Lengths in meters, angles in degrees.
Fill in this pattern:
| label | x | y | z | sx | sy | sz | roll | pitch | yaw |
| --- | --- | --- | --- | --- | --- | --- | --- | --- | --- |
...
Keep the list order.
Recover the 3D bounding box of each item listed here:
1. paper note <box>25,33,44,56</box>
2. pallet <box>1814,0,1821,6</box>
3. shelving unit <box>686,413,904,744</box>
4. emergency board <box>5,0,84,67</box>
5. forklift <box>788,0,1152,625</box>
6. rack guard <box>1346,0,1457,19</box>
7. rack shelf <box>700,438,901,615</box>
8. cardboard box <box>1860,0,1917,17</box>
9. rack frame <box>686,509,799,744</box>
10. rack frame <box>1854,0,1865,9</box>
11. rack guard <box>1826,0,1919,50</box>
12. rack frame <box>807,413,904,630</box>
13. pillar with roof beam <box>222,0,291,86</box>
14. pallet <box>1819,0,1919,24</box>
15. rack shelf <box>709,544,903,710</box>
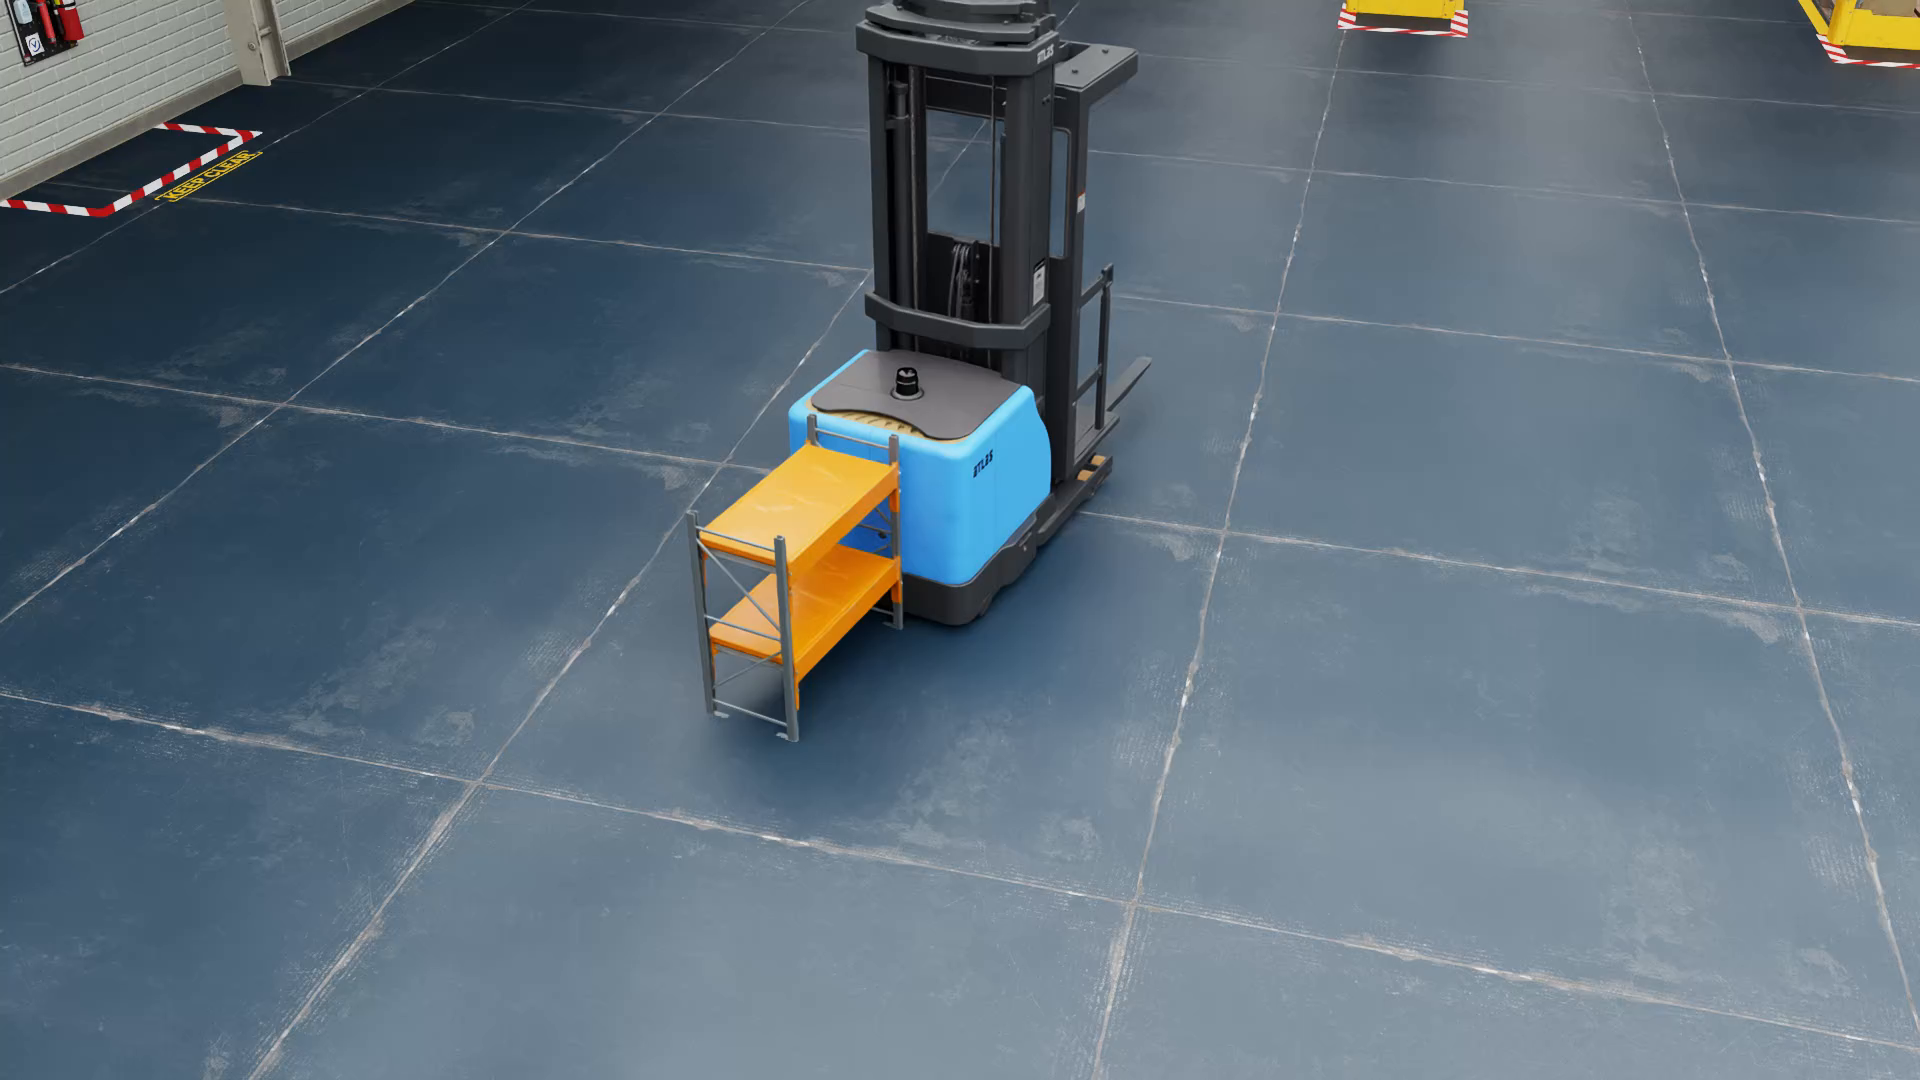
| label | x | y | z | sx | sy | sz | roll | pitch | yaw |
| --- | --- | --- | --- | --- | --- | --- | --- | --- | --- |
| paper note | -7.621 | -4.084 | 13.700 | 0.016 | 0.148 | 0.142 | 8 | 33 | 12 |
| pallet | 10.281 | -6.336 | 19.019 | 1.003 | 0.211 | 1.213 | 8 | 33 | 12 |
| shelving unit | -0.751 | 0.163 | 7.945 | 0.538 | 1.125 | 1.048 | 15 | 36 | 23 |
| emergency board | -7.510 | -4.538 | 13.593 | 0.194 | 1.169 | 0.643 | 8 | 33 | 12 |
| forklift | 0.244 | -1.575 | 8.995 | 1.130 | 2.935 | 3.031 | 15 | 36 | 23 |
| rack guard | 4.893 | -6.090 | 18.364 | 1.175 | 0.500 | 0.348 | 8 | 33 | 12 |
| rack shelf | -0.751 | -0.084 | 7.788 | 0.538 | 0.278 | 1.000 | 15 | 36 | 23 |
| cardboard box | 9.884 | -5.869 | 17.625 | 0.500 | 0.500 | 0.500 | 14 | 35 | 21 |
| rack frame | -0.982 | 0.406 | 7.563 | 0.500 | 1.125 | 0.032 | 15 | 36 | 23 |
| rack frame | 9.710 | -6.425 | 16.561 | 1.000 | 3.000 | 0.127 | 8 | 33 | 12 |
| rack guard | 9.729 | -5.410 | 17.293 | 1.175 | 0.500 | 0.348 | 8 | 33 | 12 |
| rack frame | -0.520 | -0.080 | 8.327 | 0.500 | 1.125 | 0.032 | 15 | 36 | 23 |
| pillar with roof beam | -2.681 | -7.761 | 13.071 | 9.100 | 9.000 | 0.400 | 8 | 33 | 12 |
| pallet | 9.969 | -5.704 | 18.026 | 1.003 | 0.211 | 1.213 | 8 | 33 | 12 |
| rack shelf | -0.751 | 0.370 | 8.076 | 0.538 | 0.278 | 1.000 | 15 | 36 | 23 |
